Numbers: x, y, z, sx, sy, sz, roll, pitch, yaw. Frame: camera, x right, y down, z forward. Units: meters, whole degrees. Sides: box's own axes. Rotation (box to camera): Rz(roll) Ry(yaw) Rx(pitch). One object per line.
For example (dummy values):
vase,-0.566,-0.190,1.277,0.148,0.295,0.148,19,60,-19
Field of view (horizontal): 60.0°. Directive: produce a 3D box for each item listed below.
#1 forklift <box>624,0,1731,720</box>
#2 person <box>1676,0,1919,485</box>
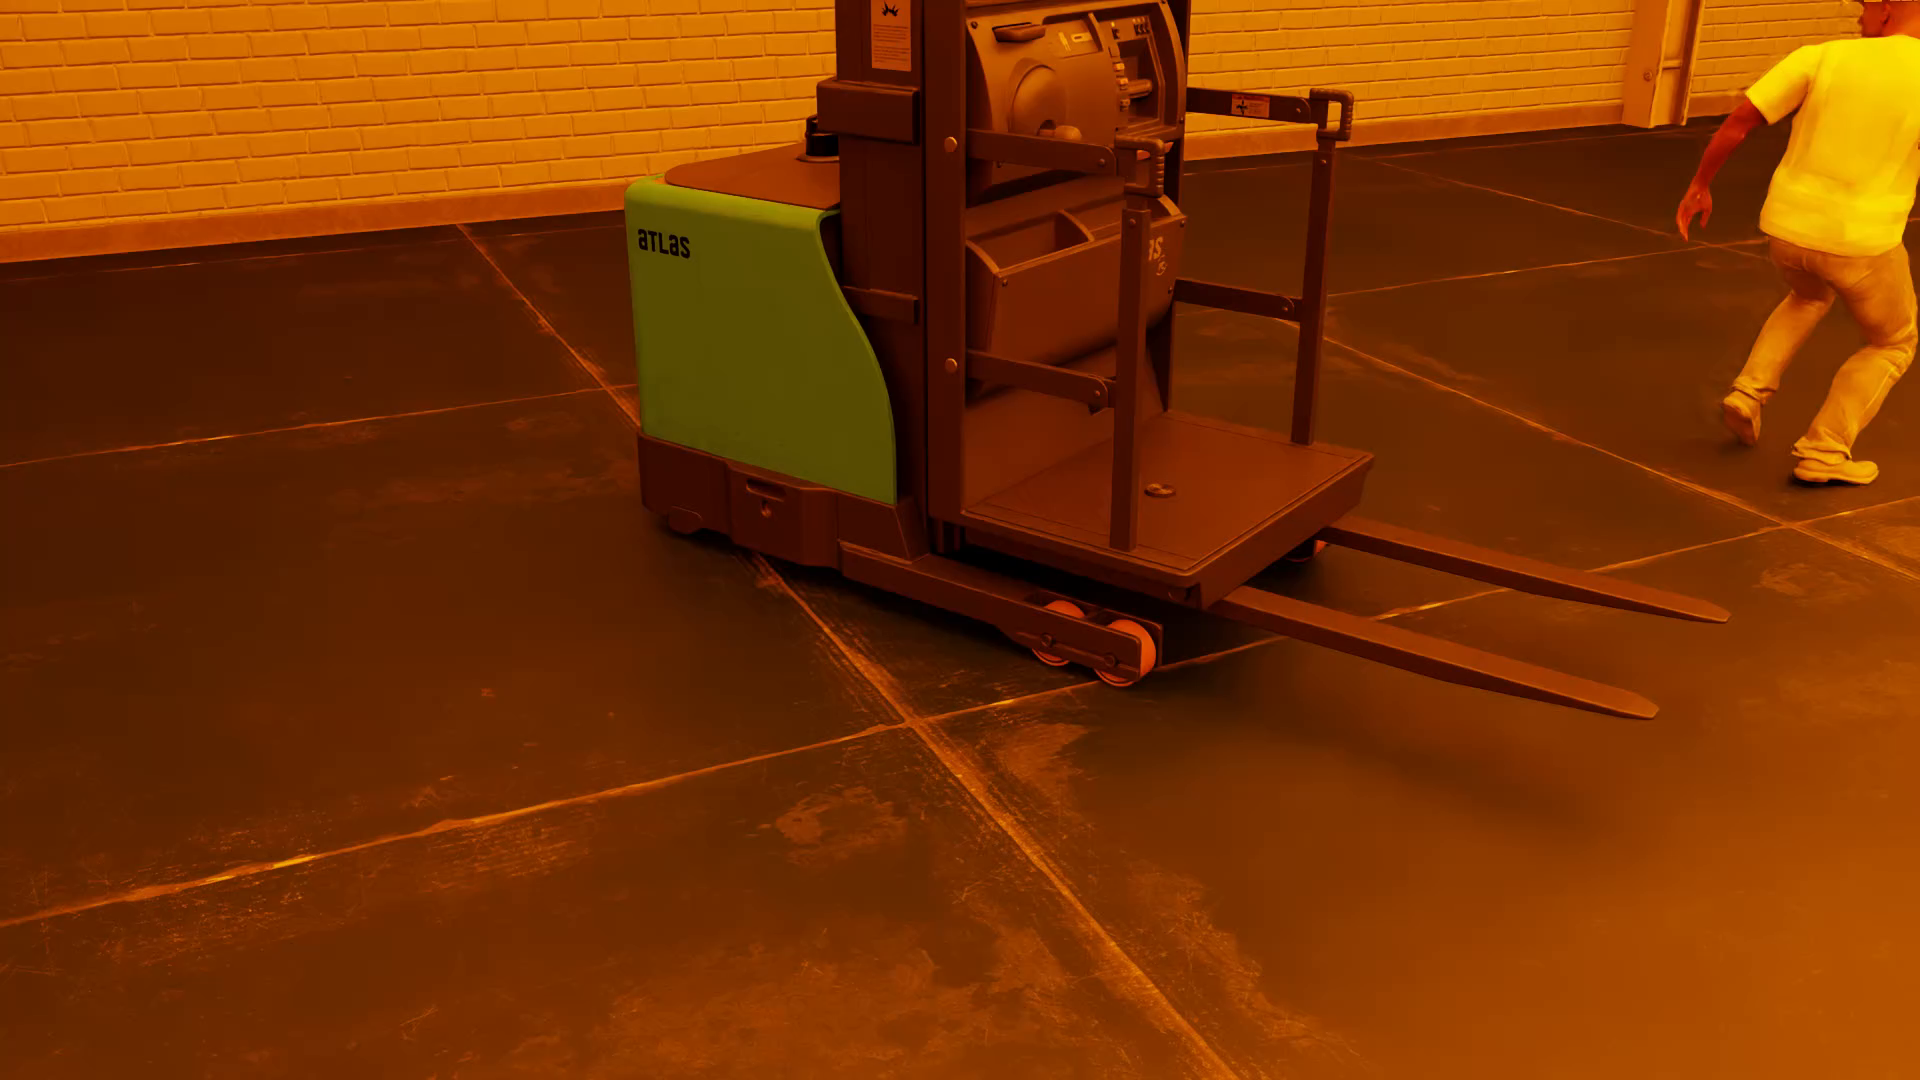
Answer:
forklift,0.488,-1.213,4.206,3.031,2.935,1.130,16,27,34
person,2.864,-1.021,5.392,0.693,1.675,0.807,-16,28,-34
